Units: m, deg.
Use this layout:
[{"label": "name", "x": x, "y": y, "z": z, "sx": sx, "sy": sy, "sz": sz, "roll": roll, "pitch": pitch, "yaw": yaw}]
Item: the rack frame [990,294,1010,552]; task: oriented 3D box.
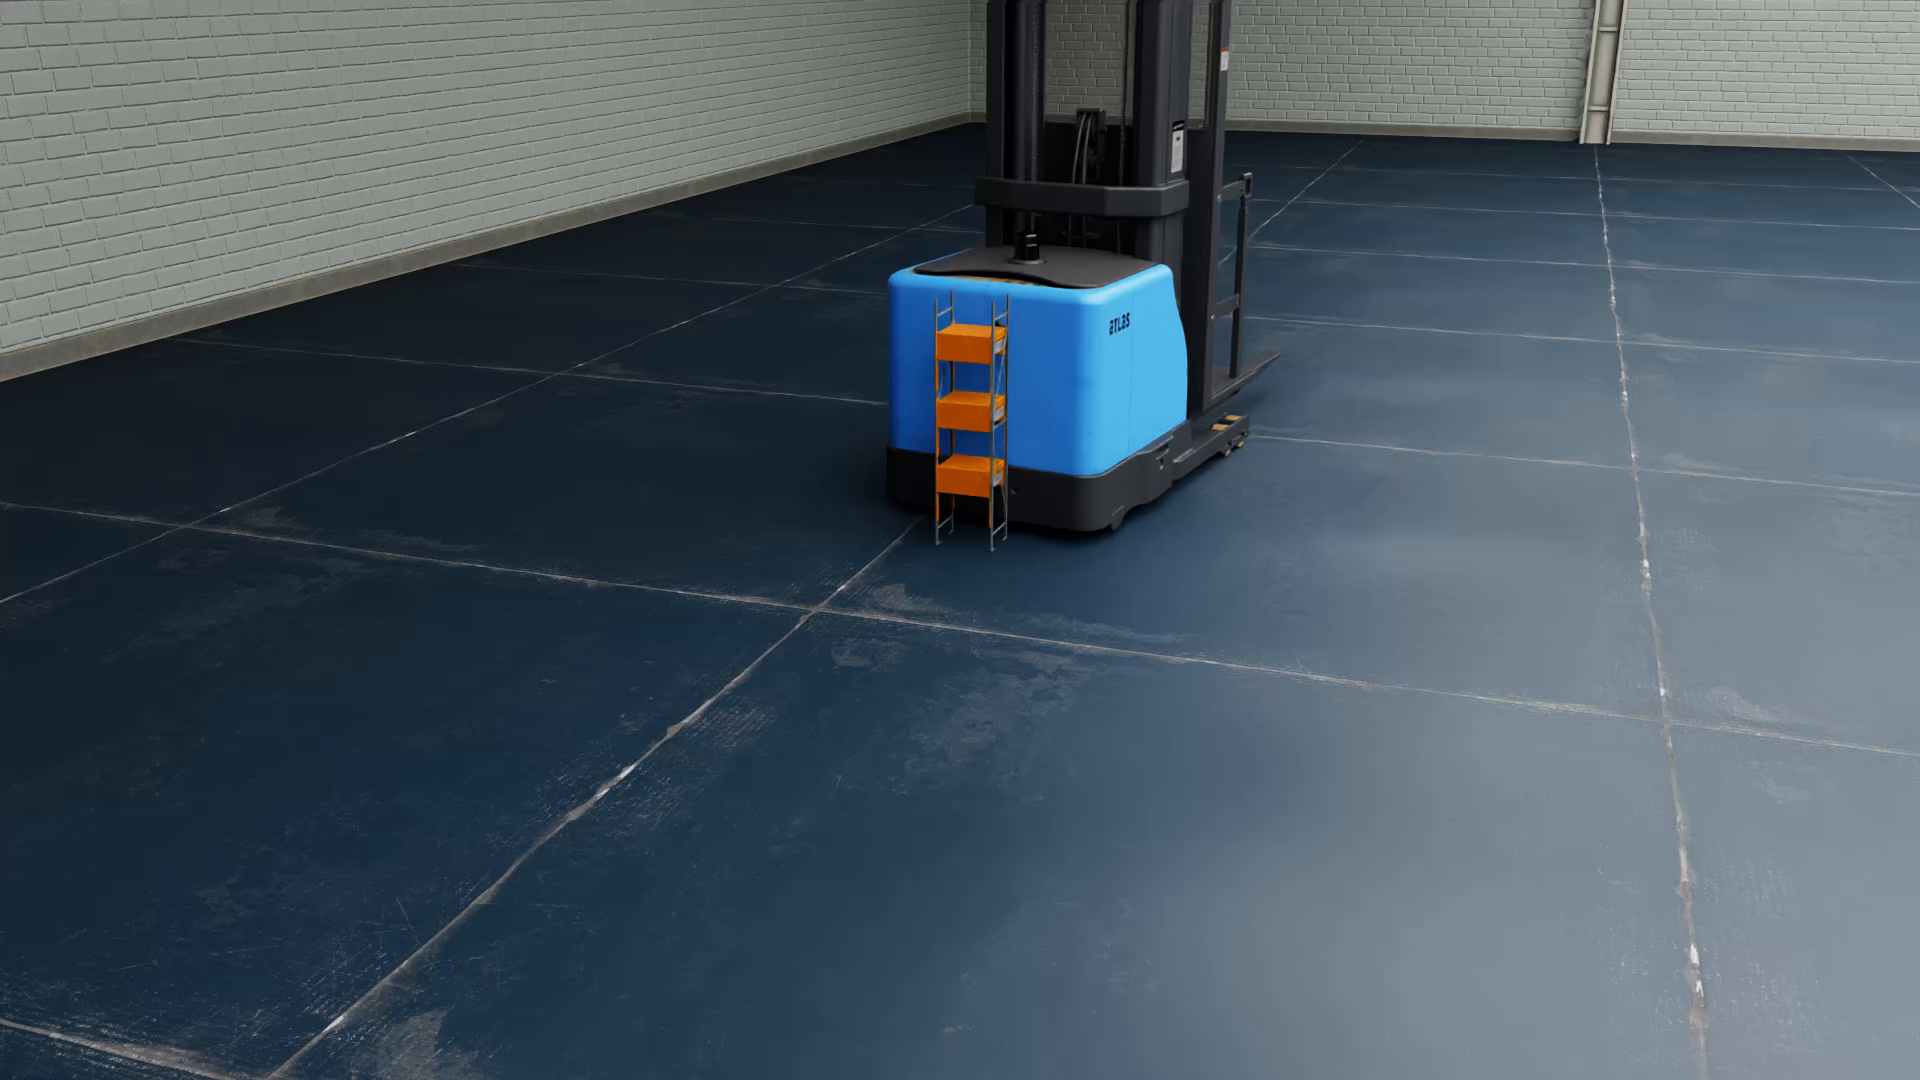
[{"label": "rack frame", "x": 0.164, "y": -0.475, "z": 6.845, "sx": 0.008, "sy": 1.050, "sz": 0.200, "roll": 7, "pitch": 20, "yaw": 19}]

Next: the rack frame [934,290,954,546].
[{"label": "rack frame", "x": -0.065, "y": -0.504, "z": 6.925, "sx": 0.008, "sy": 1.050, "sz": 0.200, "roll": 7, "pitch": 20, "yaw": 19}]

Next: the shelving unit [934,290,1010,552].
[{"label": "shelving unit", "x": 0.049, "y": -0.490, "z": 6.885, "sx": 0.252, "sy": 1.050, "sz": 0.215, "roll": 7, "pitch": 20, "yaw": 19}]

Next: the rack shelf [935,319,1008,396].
[{"label": "rack shelf", "x": 0.049, "y": -0.748, "z": 6.795, "sx": 0.240, "sy": 0.259, "sz": 0.215, "roll": 7, "pitch": 20, "yaw": 19}]

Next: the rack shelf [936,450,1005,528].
[{"label": "rack shelf", "x": 0.049, "y": -0.217, "z": 6.979, "sx": 0.240, "sy": 0.259, "sz": 0.215, "roll": 7, "pitch": 20, "yaw": 19}]

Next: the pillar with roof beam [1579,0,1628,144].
[{"label": "pillar with roof beam", "x": 7.170, "y": -8.285, "z": 17.174, "sx": 0.400, "sy": 9.000, "sz": 9.100, "roll": 7, "pitch": 20, "yaw": 18}]

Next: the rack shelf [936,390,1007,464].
[{"label": "rack shelf", "x": 0.049, "y": -0.480, "z": 6.888, "sx": 0.240, "sy": 0.259, "sz": 0.215, "roll": 7, "pitch": 20, "yaw": 19}]

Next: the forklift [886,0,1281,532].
[{"label": "forklift", "x": 0.815, "y": -1.858, "z": 7.955, "sx": 1.130, "sy": 2.935, "sz": 3.031, "roll": 10, "pitch": 22, "yaw": 27}]
